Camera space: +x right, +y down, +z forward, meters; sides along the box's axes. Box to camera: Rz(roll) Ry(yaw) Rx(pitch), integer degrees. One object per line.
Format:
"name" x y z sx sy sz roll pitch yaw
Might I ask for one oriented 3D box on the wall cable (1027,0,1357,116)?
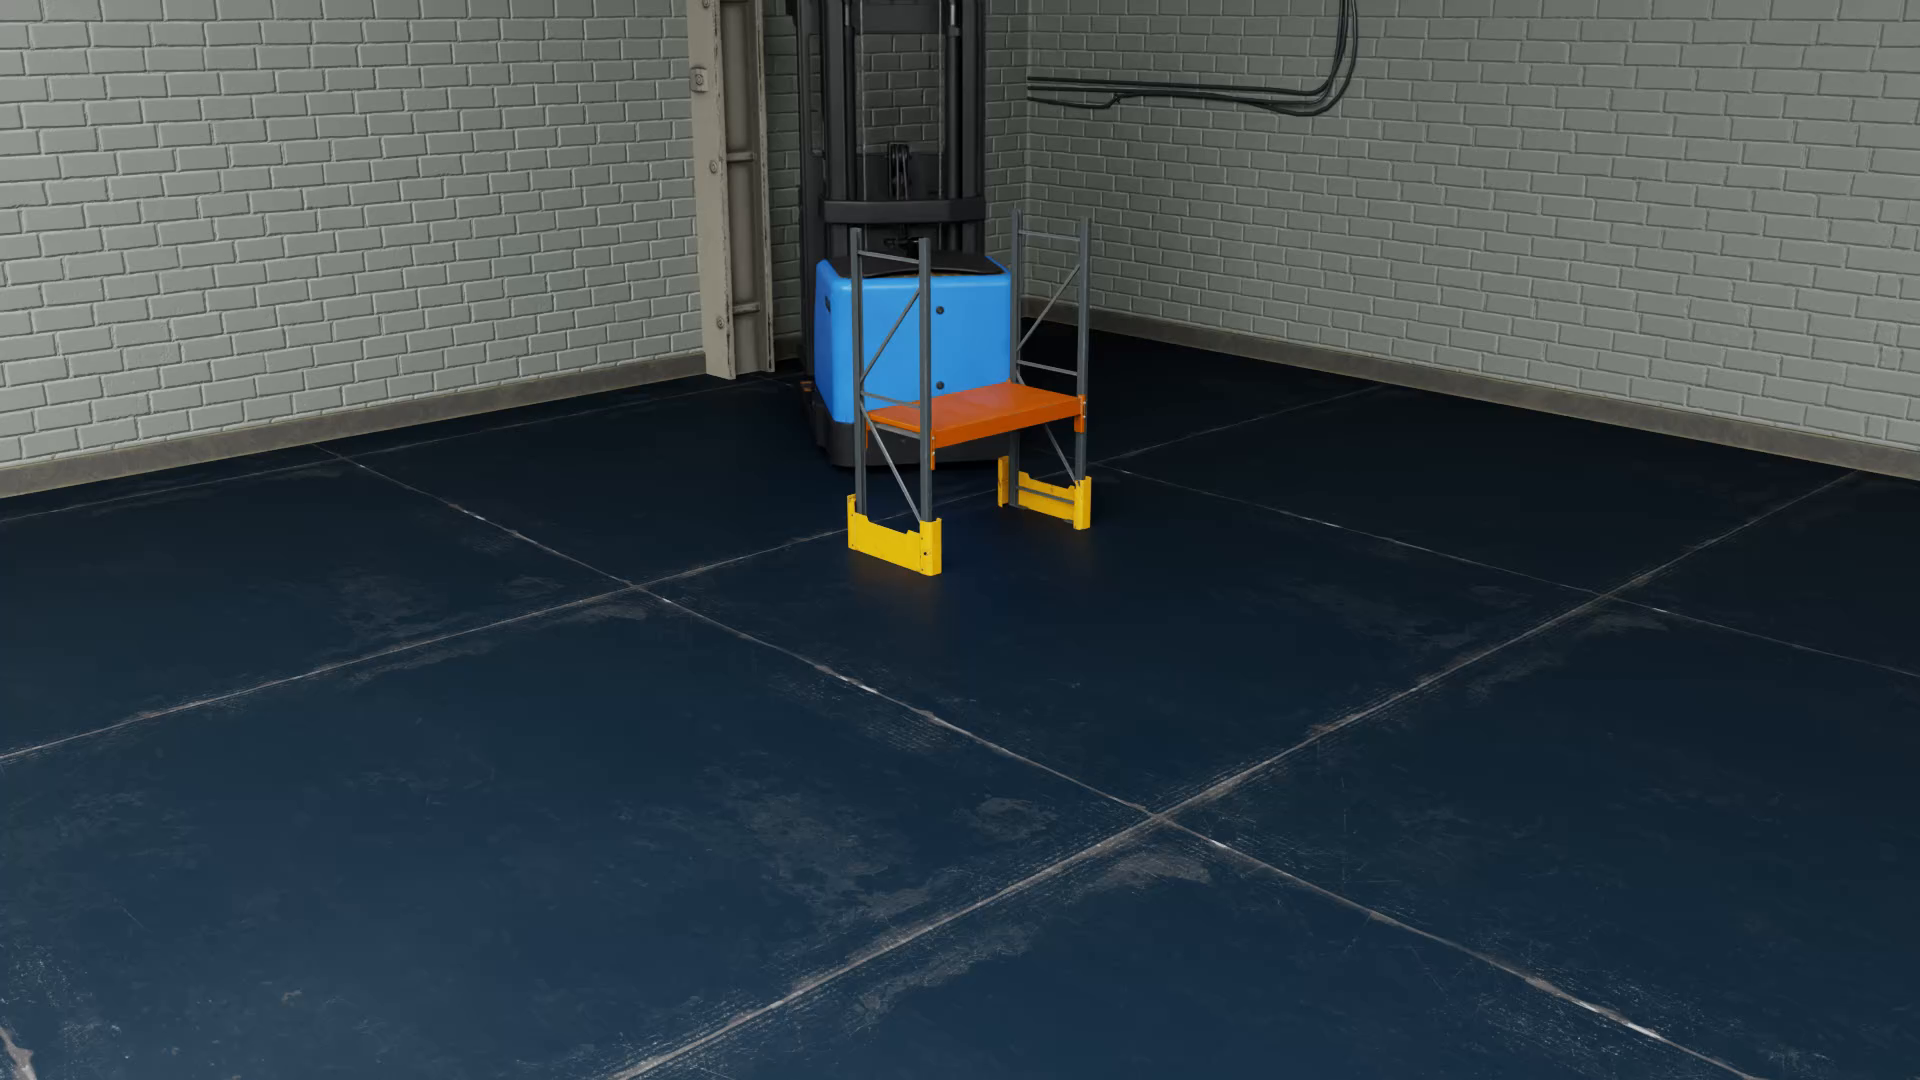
"wall cable" 1.513 -4.304 11.705 0.112 2.526 3.097 -16 24 -41

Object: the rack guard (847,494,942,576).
"rack guard" -0.306 -0.030 7.670 0.087 0.250 0.587 -16 24 -41

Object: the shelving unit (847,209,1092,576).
"shelving unit" 0.055 -0.730 7.803 1.083 1.500 0.587 -16 24 -41

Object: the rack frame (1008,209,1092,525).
"rack frame" 0.431 -0.839 8.141 0.032 1.500 0.500 -16 24 -41

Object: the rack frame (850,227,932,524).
"rack frame" -0.307 -0.624 7.477 0.032 1.500 0.500 -16 24 -41

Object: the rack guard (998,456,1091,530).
"rack guard" 0.417 -0.241 8.321 0.087 0.250 0.587 -16 24 -41

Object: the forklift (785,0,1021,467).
"forklift" -0.440 -2.202 10.024 1.130 2.935 3.031 -3 18 -10

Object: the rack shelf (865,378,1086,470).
"rack shelf" 0.062 -0.560 7.865 1.000 0.185 0.538 -16 24 -41

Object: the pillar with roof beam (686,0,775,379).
"pillar with roof beam" 1.422 -4.489 7.239 0.400 9.000 9.100 -16 24 -41
